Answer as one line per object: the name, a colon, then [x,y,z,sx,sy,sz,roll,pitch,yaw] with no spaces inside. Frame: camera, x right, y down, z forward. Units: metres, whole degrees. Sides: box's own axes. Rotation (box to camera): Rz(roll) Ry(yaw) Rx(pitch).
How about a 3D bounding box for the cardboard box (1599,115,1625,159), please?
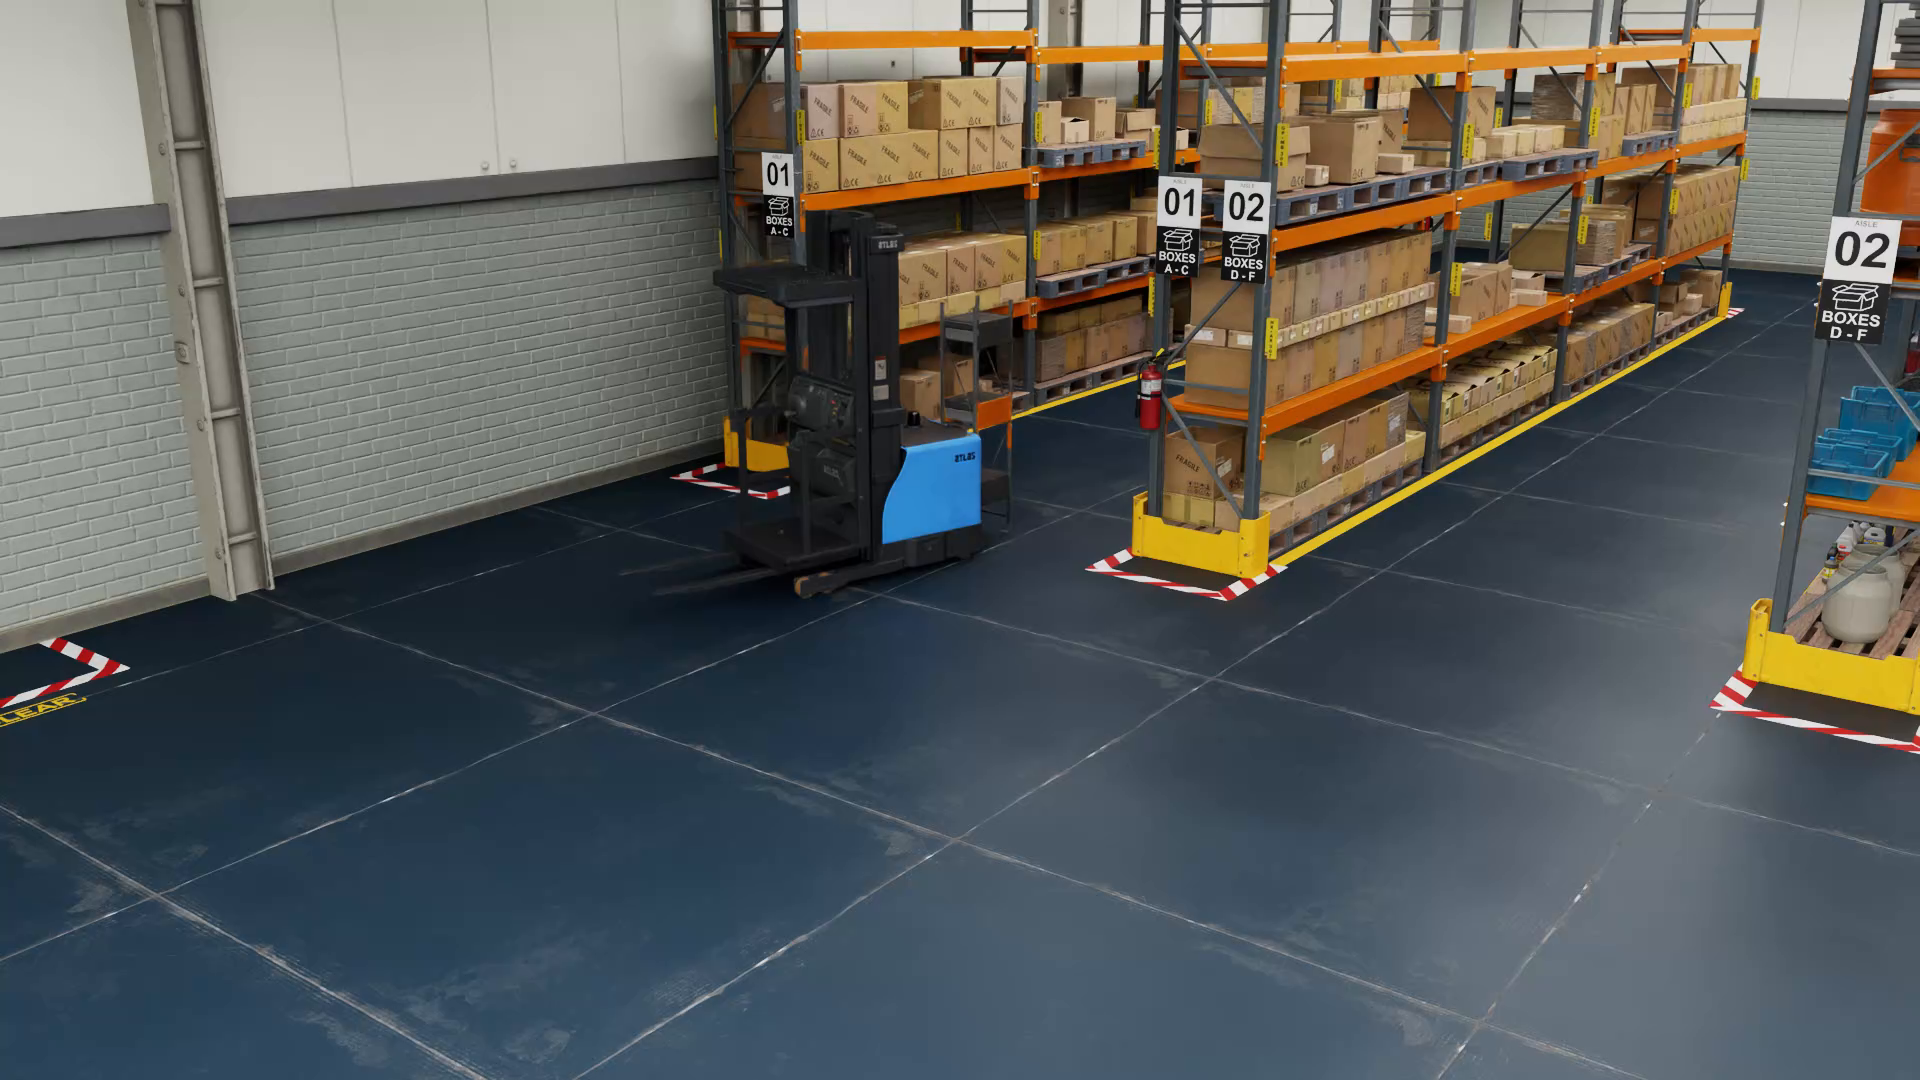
cardboard box: [7.657,-4.997,20.550,0.910,0.500,0.500,12,21,35]

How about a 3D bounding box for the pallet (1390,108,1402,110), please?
pallet: [6.436,-6.861,26.871,1.003,0.211,1.213,12,21,35]

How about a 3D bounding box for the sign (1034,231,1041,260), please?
sign: [0.887,-3.402,19.183,0.100,0.325,0.005,12,21,35]

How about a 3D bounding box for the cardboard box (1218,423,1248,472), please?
cardboard box: [2.708,-0.923,15.320,0.500,0.500,0.500,12,21,35]

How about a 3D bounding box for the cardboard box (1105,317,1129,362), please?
cardboard box: [1.769,-2.646,21.679,0.700,0.500,0.500,12,21,34]

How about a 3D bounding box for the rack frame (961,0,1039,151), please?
rack frame: [0.446,-5.948,18.724,1.000,3.000,0.127,12,21,35]

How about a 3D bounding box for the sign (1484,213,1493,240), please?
sign: [6.369,-3.770,20.008,0.100,0.325,0.005,12,21,35]

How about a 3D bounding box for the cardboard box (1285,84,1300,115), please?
cardboard box: [4.600,-6.489,24.612,0.700,0.500,0.500,11,20,32]

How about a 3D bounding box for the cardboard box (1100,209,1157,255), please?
cardboard box: [2.246,-4.042,21.792,0.700,0.500,0.500,10,20,30]

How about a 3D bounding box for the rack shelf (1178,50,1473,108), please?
rack shelf: [3.235,-4.063,14.540,1.077,0.370,4.000,12,21,35]

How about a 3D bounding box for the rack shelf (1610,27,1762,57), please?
rack shelf: [10.385,-7.110,23.685,1.077,0.370,4.000,12,21,35]

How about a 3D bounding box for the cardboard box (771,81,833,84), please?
cardboard box: [-1.574,-4.378,16.839,0.500,0.500,0.500,14,22,38]

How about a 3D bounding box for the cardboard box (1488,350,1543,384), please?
cardboard box: [6.391,-2.023,19.184,0.500,0.311,0.500,12,21,34]

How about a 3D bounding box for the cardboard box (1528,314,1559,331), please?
cardboard box: [7.209,-2.814,20.957,0.500,0.250,0.500,13,22,37]

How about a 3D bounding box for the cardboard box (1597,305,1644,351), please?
cardboard box: [8.828,-2.846,22.323,0.500,0.500,0.500,13,21,35]

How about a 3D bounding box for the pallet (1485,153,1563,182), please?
pallet: [5.814,-4.059,18.018,1.003,0.211,1.213,14,22,37]

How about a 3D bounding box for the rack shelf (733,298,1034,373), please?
rack shelf: [-0.745,-2.263,18.187,1.077,0.370,4.000,12,21,35]

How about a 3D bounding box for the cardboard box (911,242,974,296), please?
cardboard box: [-0.189,-2.974,18.217,0.500,0.500,0.500,12,21,33]

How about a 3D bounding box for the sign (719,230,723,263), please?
sign: [-2.371,-2.937,16.659,0.100,0.325,0.005,12,21,35]

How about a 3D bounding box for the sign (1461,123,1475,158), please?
sign: [4.873,-3.828,15.950,0.100,0.325,0.005,12,21,35]

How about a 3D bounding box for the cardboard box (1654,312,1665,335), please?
cardboard box: [9.617,-3.102,23.466,0.500,0.311,0.500,12,21,35]

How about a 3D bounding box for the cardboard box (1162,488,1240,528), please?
cardboard box: [2.126,-0.323,14.655,0.500,0.250,0.500,12,21,35]

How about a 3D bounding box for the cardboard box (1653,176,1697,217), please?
cardboard box: [10.007,-4.825,23.368,0.500,0.500,0.500,12,21,33]

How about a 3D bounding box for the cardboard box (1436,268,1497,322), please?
cardboard box: [5.510,-2.681,18.151,0.500,0.500,0.500,12,21,35]

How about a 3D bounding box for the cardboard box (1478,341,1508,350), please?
cardboard box: [6.262,-2.244,19.894,0.500,0.311,0.500,13,22,37]

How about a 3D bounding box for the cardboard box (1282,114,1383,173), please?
cardboard box: [3.344,-3.588,15.064,0.797,0.503,0.637,15,23,41]

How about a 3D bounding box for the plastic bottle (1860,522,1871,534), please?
plastic bottle: [7.418,-0.034,13.654,0.097,0.271,0.097,0,17,0]

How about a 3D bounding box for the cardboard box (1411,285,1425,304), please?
cardboard box: [4.288,-2.405,16.168,0.380,0.149,0.250,12,21,34]

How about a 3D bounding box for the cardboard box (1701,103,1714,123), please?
cardboard box: [10.287,-6.022,23.430,0.500,0.250,0.500,12,21,35]

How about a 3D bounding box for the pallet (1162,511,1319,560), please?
pallet: [2.466,-0.114,14.754,1.003,0.211,1.213,12,21,35]

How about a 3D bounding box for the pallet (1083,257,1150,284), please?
pallet: [1.683,-3.465,21.169,1.003,0.211,1.213,12,21,35]

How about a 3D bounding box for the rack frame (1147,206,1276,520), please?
rack frame: [2.044,-1.256,13.730,1.000,3.000,0.127,12,21,35]

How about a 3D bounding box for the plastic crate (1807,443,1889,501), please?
plastic crate: [6.077,-0.481,11.485,0.499,0.251,0.616,12,21,35]

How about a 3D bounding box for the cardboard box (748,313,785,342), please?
cardboard box: [-1.814,-2.214,17.034,0.500,0.250,0.500,13,21,35]

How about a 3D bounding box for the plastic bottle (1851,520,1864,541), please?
plastic bottle: [7.223,-0.012,13.450,0.144,0.351,0.185,12,21,34]

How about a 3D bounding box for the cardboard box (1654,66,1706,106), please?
cardboard box: [9.864,-6.288,23.023,0.700,0.500,0.500,12,21,35]

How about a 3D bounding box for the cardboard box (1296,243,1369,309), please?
cardboard box: [3.270,-2.411,15.092,0.700,0.500,0.500,12,21,35]

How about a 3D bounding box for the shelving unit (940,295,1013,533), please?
shelving unit: [0.143,-1.048,14.577,0.431,2.100,0.503,14,22,37]

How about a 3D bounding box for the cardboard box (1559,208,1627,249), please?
cardboard box: [8.373,-4.114,22.057,0.500,0.500,0.700,-16,23,-42]

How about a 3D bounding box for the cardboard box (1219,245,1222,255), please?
cardboard box: [3.595,-4.070,23.181,0.380,0.149,0.250,13,22,36]

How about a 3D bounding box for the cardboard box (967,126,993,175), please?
cardboard box: [0.032,-4.291,18.243,0.500,0.500,0.500,10,20,30]

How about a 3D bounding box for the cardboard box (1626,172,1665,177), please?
cardboard box: [9.890,-5.048,24.087,0.500,0.500,0.500,13,21,35]

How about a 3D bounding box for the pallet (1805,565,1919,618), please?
pallet: [7.243,0.444,12.959,1.003,0.211,1.213,12,21,35]

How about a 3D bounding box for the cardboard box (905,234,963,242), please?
cardboard box: [-0.313,-3.182,18.886,0.500,0.500,0.500,12,21,34]

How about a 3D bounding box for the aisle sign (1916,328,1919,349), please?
aisle sign: [6.212,-1.552,10.301,0.394,0.787,0.004,12,21,35]

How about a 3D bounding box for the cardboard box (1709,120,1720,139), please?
cardboard box: [10.577,-5.904,23.893,0.500,0.250,0.500,12,21,35]

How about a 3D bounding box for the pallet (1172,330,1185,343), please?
pallet: [3.360,-2.879,23.657,1.003,0.211,1.213,12,21,35]

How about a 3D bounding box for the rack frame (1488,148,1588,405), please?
rack frame: [6.810,-3.161,19.866,1.000,3.000,0.127,12,21,35]

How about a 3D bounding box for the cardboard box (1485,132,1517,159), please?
cardboard box: [5.615,-4.215,17.745,0.500,0.250,0.500,10,20,30]

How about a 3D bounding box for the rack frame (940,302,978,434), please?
rack frame: [-0.012,-0.992,14.397,0.400,2.100,0.015,14,22,37]

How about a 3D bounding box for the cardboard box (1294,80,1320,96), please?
cardboard box: [5.442,-7.163,25.807,0.500,0.500,0.500,12,21,34]

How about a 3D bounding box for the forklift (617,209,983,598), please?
forklift: [-1.296,-1.114,13.388,3.031,2.935,1.130,-12,21,-34]

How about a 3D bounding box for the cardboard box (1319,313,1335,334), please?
cardboard box: [3.064,-1.915,14.590,0.380,0.149,0.250,12,21,33]

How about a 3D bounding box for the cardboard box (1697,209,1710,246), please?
cardboard box: [10.620,-4.598,24.323,0.500,0.500,0.500,12,21,34]

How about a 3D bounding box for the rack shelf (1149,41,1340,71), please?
rack shelf: [4.021,-6.843,23.492,1.077,0.370,4.000,12,21,35]

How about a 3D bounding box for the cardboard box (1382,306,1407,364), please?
cardboard box: [3.858,-2.023,16.031,0.700,0.500,0.500,12,21,34]
